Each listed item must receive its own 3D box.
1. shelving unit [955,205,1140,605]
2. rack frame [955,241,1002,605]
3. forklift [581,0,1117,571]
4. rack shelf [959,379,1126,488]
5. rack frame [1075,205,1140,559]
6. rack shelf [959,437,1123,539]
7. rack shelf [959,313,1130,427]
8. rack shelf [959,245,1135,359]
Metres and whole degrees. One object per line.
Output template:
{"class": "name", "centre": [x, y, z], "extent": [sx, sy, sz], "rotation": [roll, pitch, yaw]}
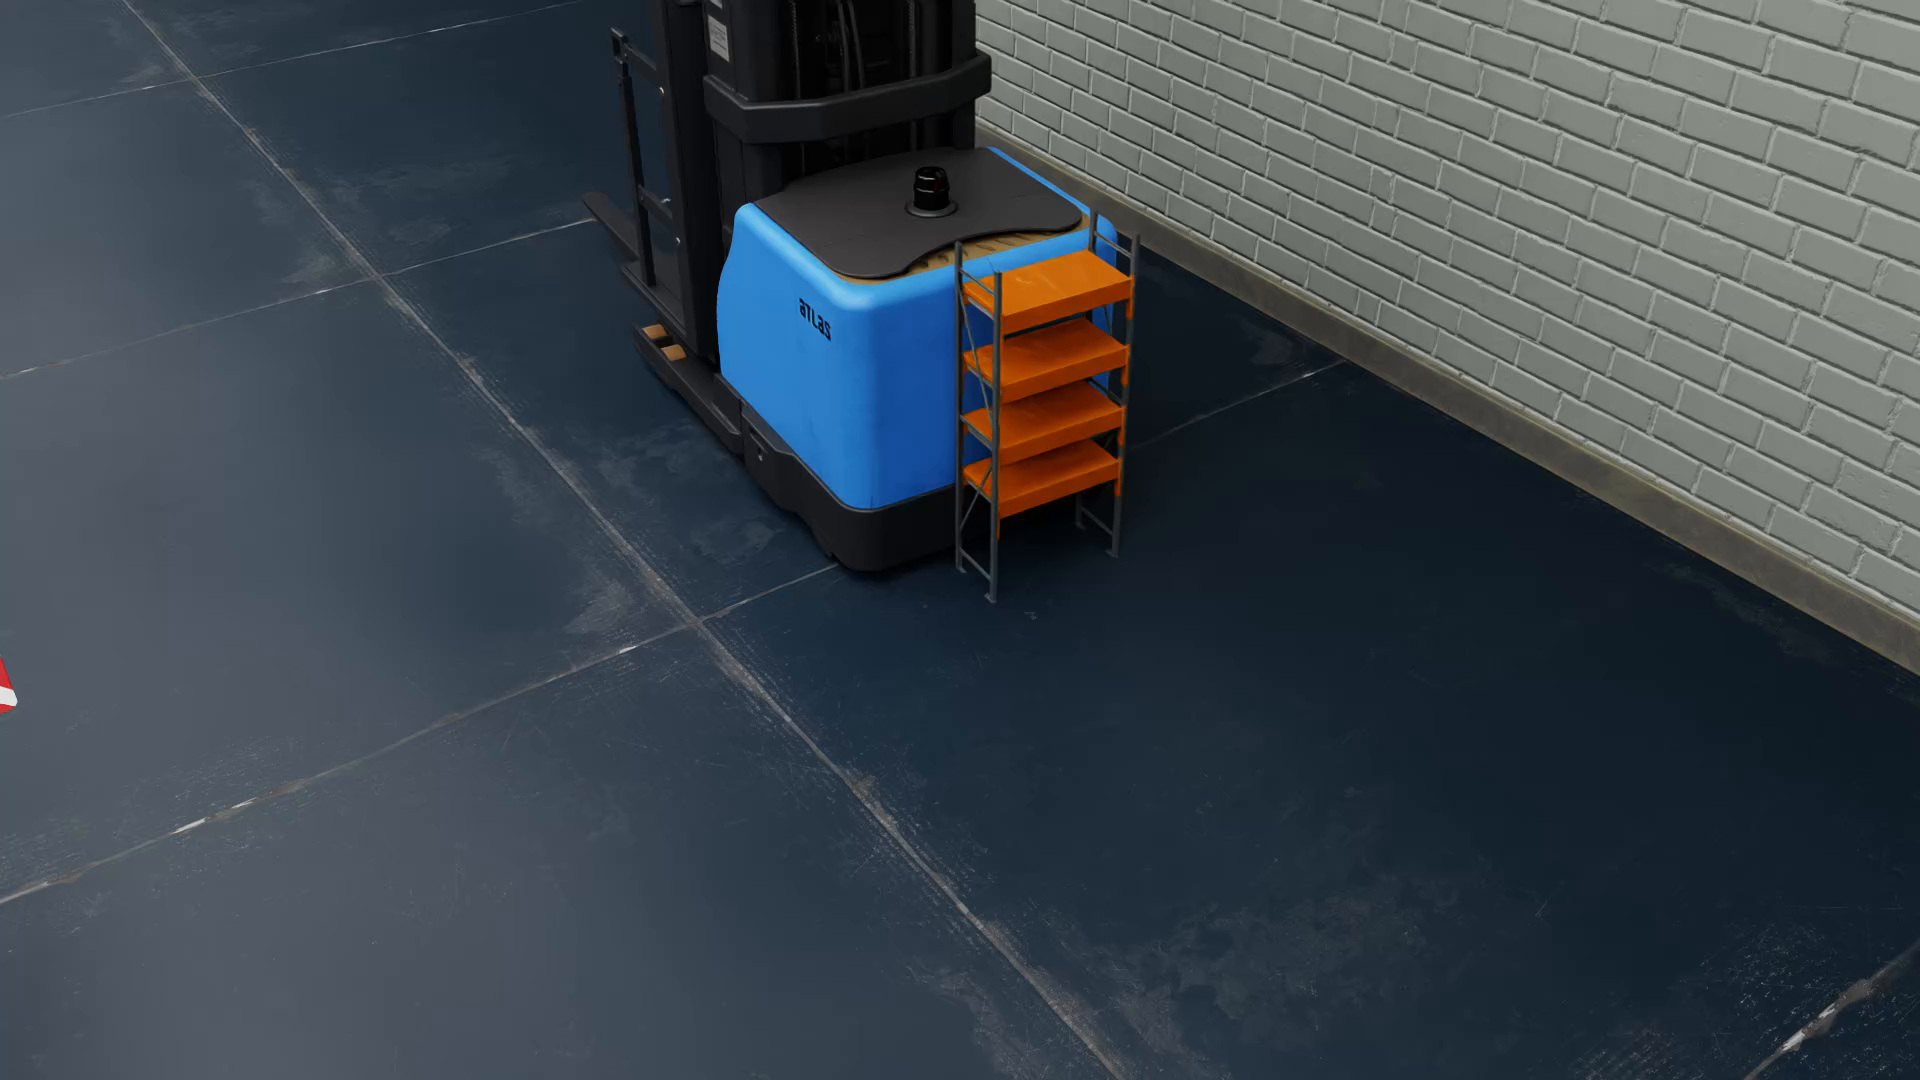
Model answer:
{"class": "shelving unit", "centre": [0.262, -0.411, 5.294], "extent": [0.503, 1.200, 0.258], "rotation": [-19, 40, -25]}
{"class": "rack frame", "centre": [0.053, -0.337, 5.191], "extent": [0.015, 1.200, 0.240], "rotation": [-19, 40, -25]}
{"class": "forklift", "centre": [-0.660, -1.920, 5.910], "extent": [1.130, 2.935, 3.031], "rotation": [-19, 40, -24]}
{"class": "rack shelf", "centre": [0.262, -0.356, 5.333], "extent": [0.480, 0.148, 0.258], "rotation": [-19, 40, -25]}
{"class": "rack frame", "centre": [0.470, -0.485, 5.396], "extent": [0.015, 1.200, 0.240], "rotation": [-19, 40, -25]}
{"class": "rack shelf", "centre": [0.262, -0.195, 5.449], "extent": [0.480, 0.148, 0.258], "rotation": [-19, 40, -25]}
{"class": "rack shelf", "centre": [0.262, -0.538, 5.202], "extent": [0.480, 0.148, 0.258], "rotation": [-19, 40, -25]}
{"class": "rack shelf", "centre": [0.262, -0.730, 5.064], "extent": [0.480, 0.148, 0.258], "rotation": [-19, 40, -25]}
